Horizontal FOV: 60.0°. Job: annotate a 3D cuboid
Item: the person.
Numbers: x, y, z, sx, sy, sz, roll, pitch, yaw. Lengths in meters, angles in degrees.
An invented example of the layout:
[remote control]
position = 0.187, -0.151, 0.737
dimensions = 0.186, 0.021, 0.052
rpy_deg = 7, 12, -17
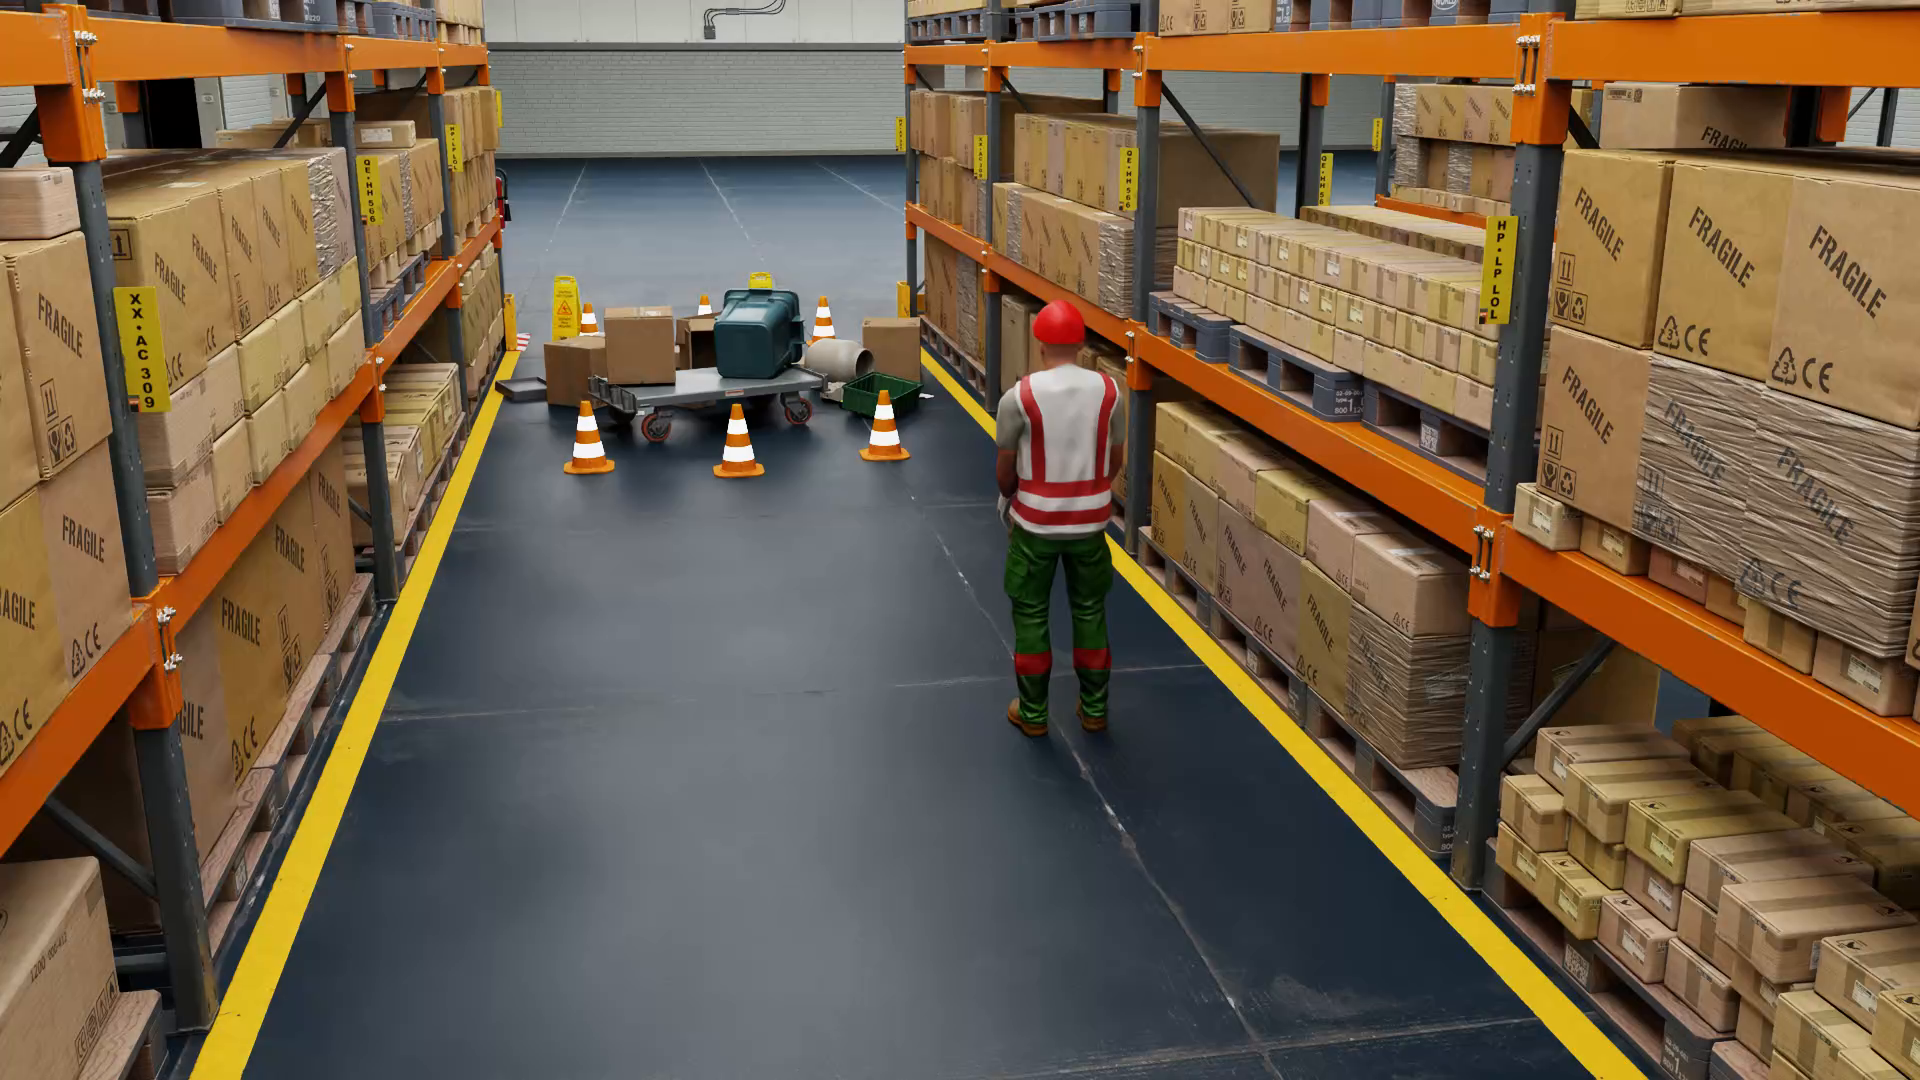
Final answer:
[person]
position = 0.390, -0.087, 6.785
dimensions = 0.533, 1.793, 0.474
rpy_deg = -3, 16, -11
